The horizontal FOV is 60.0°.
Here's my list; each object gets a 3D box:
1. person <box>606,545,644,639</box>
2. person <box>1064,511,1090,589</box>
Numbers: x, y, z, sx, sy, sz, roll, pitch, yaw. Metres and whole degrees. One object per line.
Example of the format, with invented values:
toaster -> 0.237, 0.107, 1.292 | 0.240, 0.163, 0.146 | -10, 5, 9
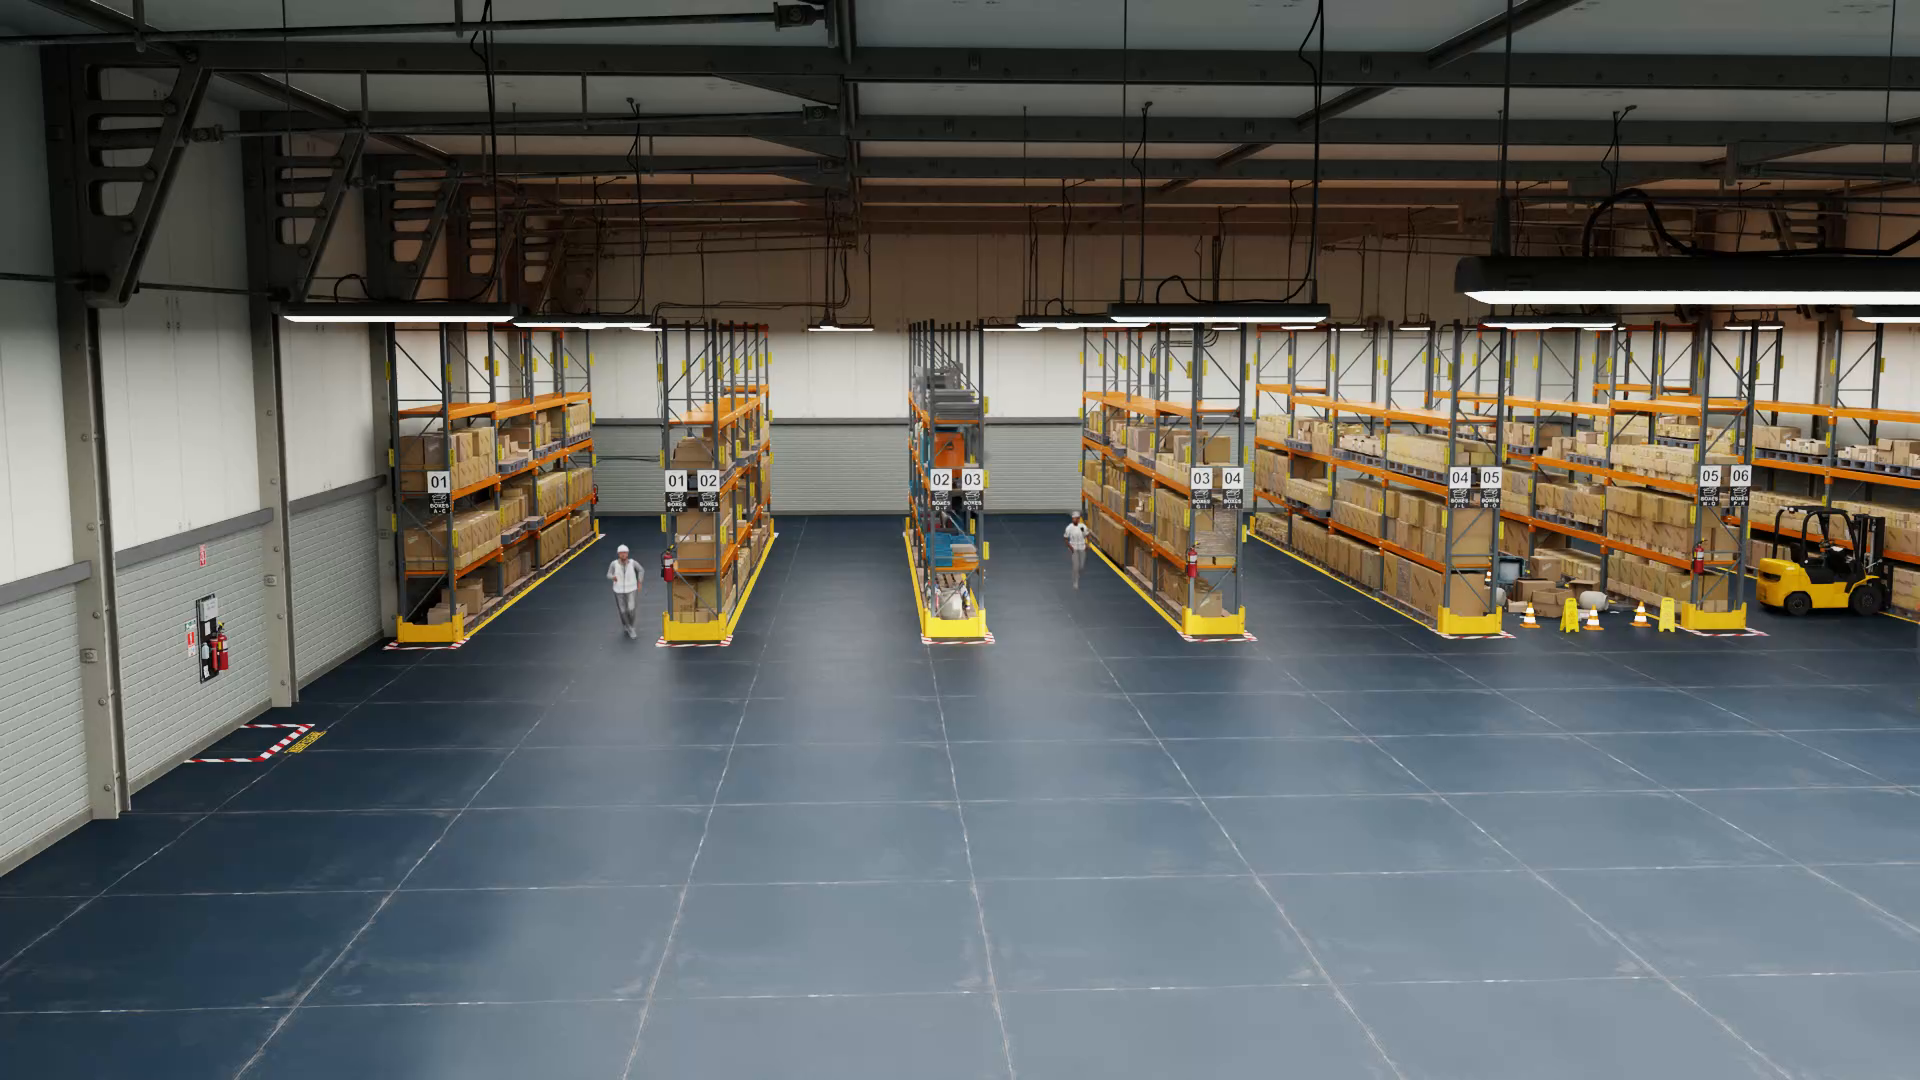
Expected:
person -> -6.340, 0.977, 31.495 | 0.682, 1.794, 0.807 | -1, 7, -5
person -> 2.496, 0.207, 35.711 | 0.554, 1.683, 0.634 | -1, 7, -4
